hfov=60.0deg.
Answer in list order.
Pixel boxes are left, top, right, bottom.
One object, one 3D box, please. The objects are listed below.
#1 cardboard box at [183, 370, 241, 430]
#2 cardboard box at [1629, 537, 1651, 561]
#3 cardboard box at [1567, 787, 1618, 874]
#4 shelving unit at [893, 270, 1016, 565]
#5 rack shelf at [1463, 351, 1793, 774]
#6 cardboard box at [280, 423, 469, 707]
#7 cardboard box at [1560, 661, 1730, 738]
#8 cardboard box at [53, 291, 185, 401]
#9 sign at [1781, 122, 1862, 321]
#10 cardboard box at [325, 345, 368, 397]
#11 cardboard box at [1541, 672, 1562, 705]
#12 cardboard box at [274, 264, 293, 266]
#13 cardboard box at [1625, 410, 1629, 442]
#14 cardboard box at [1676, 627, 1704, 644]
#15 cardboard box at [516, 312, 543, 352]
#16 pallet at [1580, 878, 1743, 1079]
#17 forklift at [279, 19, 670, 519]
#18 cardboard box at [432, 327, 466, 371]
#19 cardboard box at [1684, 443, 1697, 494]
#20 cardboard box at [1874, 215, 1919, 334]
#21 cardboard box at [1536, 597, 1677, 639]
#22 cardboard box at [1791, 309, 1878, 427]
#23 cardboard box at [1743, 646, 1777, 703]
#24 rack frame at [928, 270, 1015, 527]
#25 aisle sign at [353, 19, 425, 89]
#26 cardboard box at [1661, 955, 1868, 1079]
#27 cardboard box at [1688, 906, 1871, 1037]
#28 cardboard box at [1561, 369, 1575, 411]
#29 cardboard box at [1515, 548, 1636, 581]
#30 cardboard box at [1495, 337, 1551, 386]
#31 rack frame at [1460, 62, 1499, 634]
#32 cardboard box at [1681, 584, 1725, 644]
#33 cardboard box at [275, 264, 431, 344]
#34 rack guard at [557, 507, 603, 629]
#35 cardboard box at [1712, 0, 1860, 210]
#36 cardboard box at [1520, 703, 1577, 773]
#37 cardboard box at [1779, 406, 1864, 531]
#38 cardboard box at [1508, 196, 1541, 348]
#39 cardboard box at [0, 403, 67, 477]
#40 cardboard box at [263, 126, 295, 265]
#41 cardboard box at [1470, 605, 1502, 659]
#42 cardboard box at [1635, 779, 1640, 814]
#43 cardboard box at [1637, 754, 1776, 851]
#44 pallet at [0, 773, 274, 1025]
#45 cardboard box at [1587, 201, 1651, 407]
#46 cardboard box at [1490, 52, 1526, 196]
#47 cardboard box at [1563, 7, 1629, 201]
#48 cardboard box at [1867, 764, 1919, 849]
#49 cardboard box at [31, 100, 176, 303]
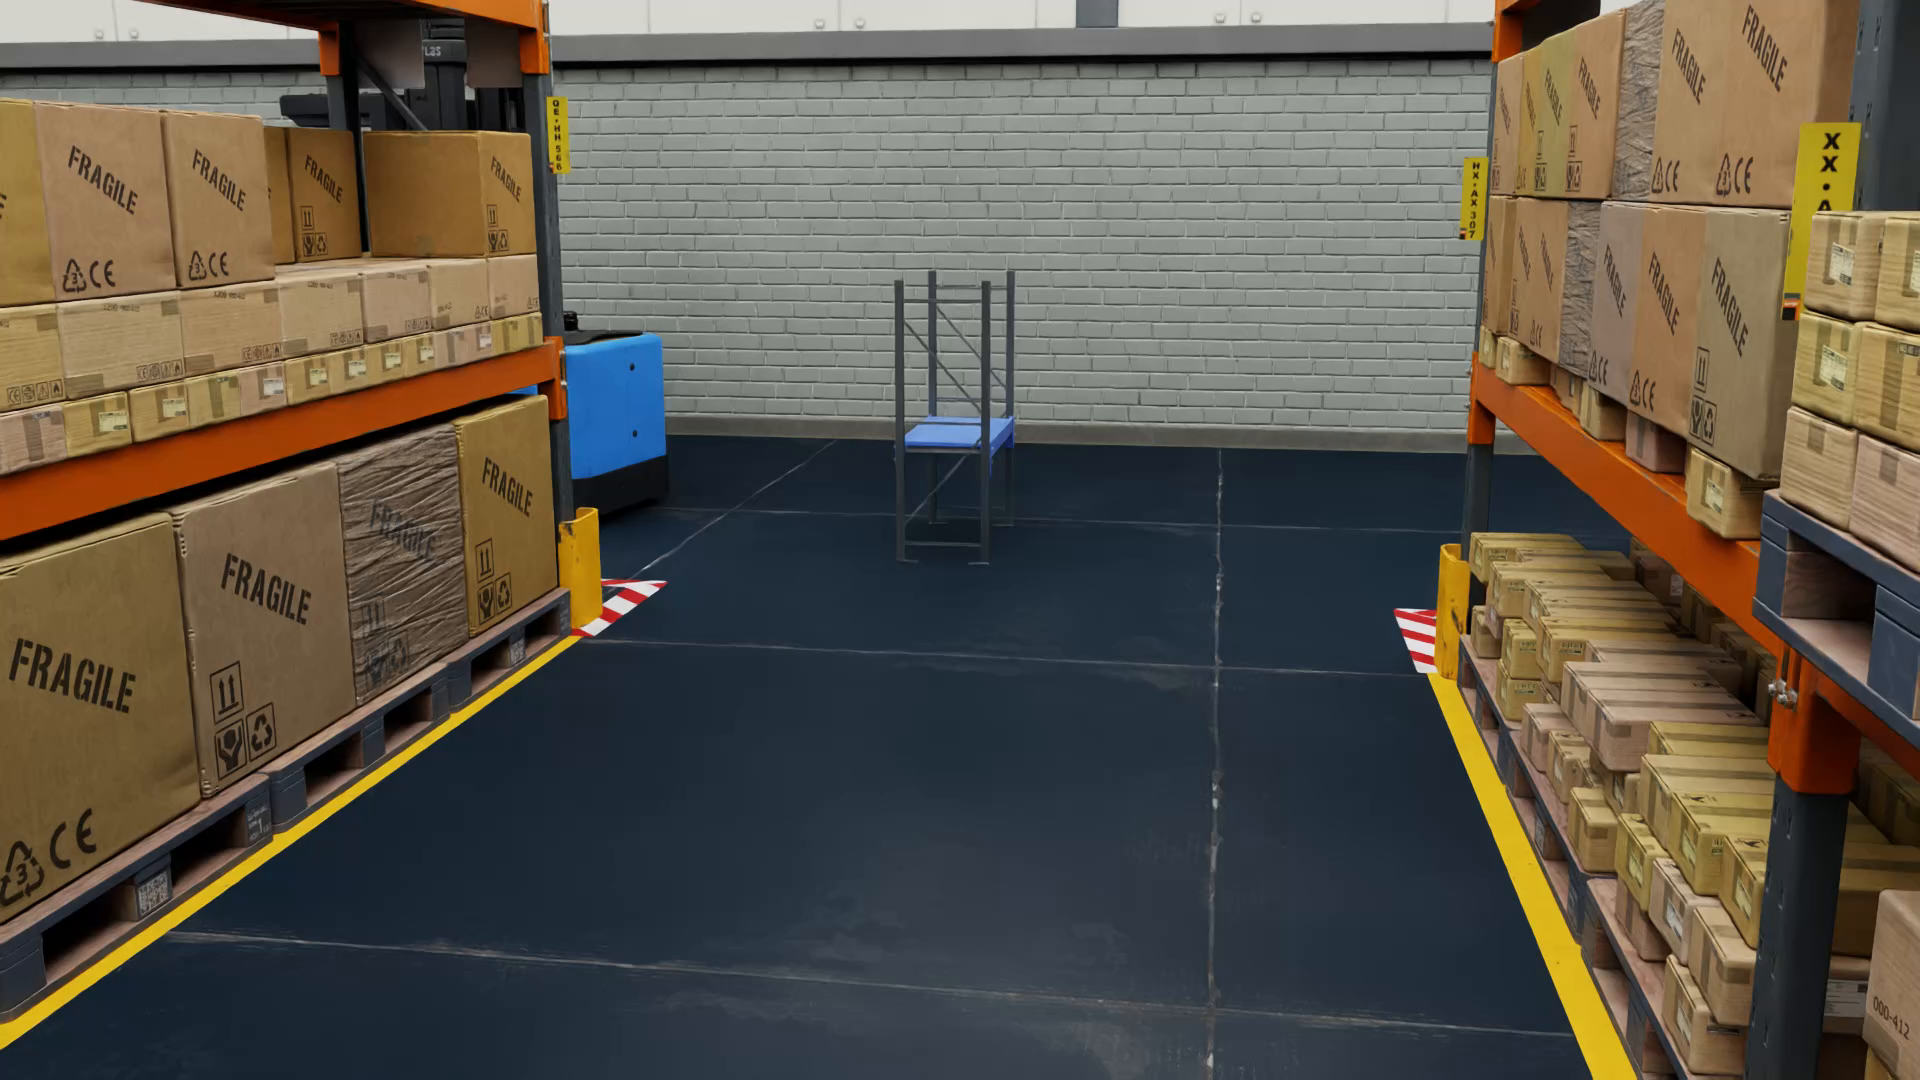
[{"bbox_3d":[-2.373,-0.419,4.912,0.380,0.149,0.250,2,12,8],"label":"cardboard box"},{"bbox_3d":[2.764,0.092,6.305,0.380,0.149,0.250,2,12,9],"label":"cardboard box"},{"bbox_3d":[1.863,0.789,4.483,0.380,0.149,0.250,2,12,9],"label":"cardboard box"},{"bbox_3d":[-0.013,-0.715,9.253,0.538,1.500,1.048,2,12,9],"label":"shelving unit"},{"bbox_3d":[2.287,-0.156,4.805,1.077,0.370,4.000,2,12,9],"label":"rack shelf"},{"bbox_3d":[-2.450,0.053,6.175,0.875,0.875,0.875,2,12,9],"label":"cardboard box"},{"bbox_3d":[1.905,0.450,4.644,0.380,0.149,0.250,1,12,7],"label":"cardboard box"},{"bbox_3d":[-2.493,-0.538,4.519,0.500,0.250,0.500,2,12,8],"label":"cardboard box"},{"bbox_3d":[1.442,-0.530,2.780,0.100,0.325,0.005,2,12,9],"label":"sign"},{"bbox_3d":[-2.255,-0.580,5.661,0.380,0.149,0.250,2,12,10],"label":"cardboard box"},{"bbox_3d":[2.119,0.437,5.410,0.380,0.149,0.250,1,12,6],"label":"cardboard box"},{"bbox_3d":[-2.785,-0.874,6.078,0.500,0.250,0.500,1,12,7],"label":"cardboard box"},{"bbox_3d":[1.993,-0.308,4.399,0.380,0.149,0.250,2,12,8],"label":"cardboard box"},{"bbox_3d":[2.575,0.399,5.587,0.380,0.149,0.250,2,12,8],"label":"cardboard box"},{"bbox_3d":[-2.020,-0.898,7.137,0.380,0.149,0.250,2,12,10],"label":"cardboard box"},{"bbox_3d":[2.048,1.131,3.745,1.003,0.211,1.213,2,12,9],"label":"pallet"},{"bbox_3d":[-3.422,-1.688,10.371,3.031,2.935,1.130,4,13,19],"label":"forklift"},{"bbox_3d":[-2.137,-0.740,6.401,0.380,0.149,0.250,2,12,10],"label":"cardboard box"},{"bbox_3d":[1.825,-0.146,3.649,0.380,0.149,0.250,2,12,11],"label":"cardboard box"},{"bbox_3d":[1.428,-0.339,2.135,0.380,0.149,0.250,2,12,10],"label":"cardboard box"},{"bbox_3d":[2.081,0.293,5.372,0.380,0.149,0.250,2,12,11],"label":"cardboard box"},{"bbox_3d":[1.465,-0.252,2.437,0.380,0.149,0.250,2,12,10],"label":"cardboard box"},{"bbox_3d":[2.503,0.417,4.798,0.380,0.149,0.250,2,12,9],"label":"cardboard box"},{"bbox_3d":[0.065,-0.821,9.744,0.500,1.500,0.032,2,12,9],"label":"rack frame"},{"bbox_3d":[-2.576,-2.401,7.345,0.394,0.787,0.004,2,12,9],"label":"aisle sign"},{"bbox_3d":[1.703,1.004,3.483,0.380,0.149,0.250,2,12,9],"label":"cardboard box"},{"bbox_3d":[1.714,0.876,3.374,0.380,0.149,0.250,2,12,10],"label":"cardboard box"},{"bbox_3d":[2.092,-0.471,5.156,0.380,0.149,0.250,2,12,8],"label":"cardboard box"},{"bbox_3d":[2.255,0.133,6.115,0.380,0.149,0.250,2,12,10],"label":"cardboard box"},{"bbox_3d":[2.129,-0.636,5.920,0.380,0.149,0.250,2,12,7],"label":"cardboard box"},{"bbox_3d":[2.595,-0.924,6.661,1.000,3.000,0.127,2,12,9],"label":"rack frame"},{"bbox_3d":[2.652,0.252,5.561,0.380,0.149,0.250,1,12,6],"label":"cardboard box"},{"bbox_3d":[-2.259,-0.857,5.999,0.500,0.250,0.500,1,12,7],"label":"cardboard box"},{"bbox_3d":[-2.287,0.111,7.791,1.175,0.500,0.348,2,12,9],"label":"rack guard"},{"bbox_3d":[1.785,-0.881,3.145,0.500,0.500,0.500,1,12,7],"label":"cardboard box"},{"bbox_3d":[1.990,0.627,5.234,0.380,0.149,0.250,1,12,6],"label":"cardboard box"},{"bbox_3d":[1.465,-0.107,2.468,0.380,0.149,0.250,1,12,6],"label":"cardboard box"},{"bbox_3d":[2.196,-0.922,5.706,0.500,0.500,0.500,2,12,9],"label":"cardboard box"},{"bbox_3d":[-2.491,-0.256,4.156,0.380,0.149,0.250,1,12,7],"label":"cardboard box"},{"bbox_3d":[-2.782,-1.241,6.002,0.500,0.500,0.500,2,12,7],"label":"cardboard box"},{"bbox_3d":[2.198,0.363,6.459,0.380,0.149,0.250,2,12,10],"label":"cardboard box"},{"bbox_3d":[1.903,0.714,4.126,0.380,0.149,0.250,2,12,9],"label":"cardboard box"},{"bbox_3d":[1.809,0.617,3.868,0.380,0.149,0.250,2,12,8],"label":"cardboard box"},{"bbox_3d":[-2.711,0.934,4.657,1.003,0.211,1.213,2,12,9],"label":"pallet"},{"bbox_3d":[1.934,-0.607,4.247,0.500,0.500,0.500,2,12,8],"label":"cardboard box"},{"bbox_3d":[2.264,-1.522,6.120,0.500,0.500,0.500,2,12,8],"label":"cardboard box"},{"bbox_3d":[2.015,-1.203,4.640,0.500,0.500,0.500,1,12,7],"label":"cardboard box"},{"bbox_3d":[2.329,0.632,3.801,0.380,0.149,0.250,2,12,8],"label":"cardboard box"},{"bbox_3d":[-2.496,-0.905,4.445,0.500,0.500,0.500,2,12,9],"label":"cardboard box"}]
